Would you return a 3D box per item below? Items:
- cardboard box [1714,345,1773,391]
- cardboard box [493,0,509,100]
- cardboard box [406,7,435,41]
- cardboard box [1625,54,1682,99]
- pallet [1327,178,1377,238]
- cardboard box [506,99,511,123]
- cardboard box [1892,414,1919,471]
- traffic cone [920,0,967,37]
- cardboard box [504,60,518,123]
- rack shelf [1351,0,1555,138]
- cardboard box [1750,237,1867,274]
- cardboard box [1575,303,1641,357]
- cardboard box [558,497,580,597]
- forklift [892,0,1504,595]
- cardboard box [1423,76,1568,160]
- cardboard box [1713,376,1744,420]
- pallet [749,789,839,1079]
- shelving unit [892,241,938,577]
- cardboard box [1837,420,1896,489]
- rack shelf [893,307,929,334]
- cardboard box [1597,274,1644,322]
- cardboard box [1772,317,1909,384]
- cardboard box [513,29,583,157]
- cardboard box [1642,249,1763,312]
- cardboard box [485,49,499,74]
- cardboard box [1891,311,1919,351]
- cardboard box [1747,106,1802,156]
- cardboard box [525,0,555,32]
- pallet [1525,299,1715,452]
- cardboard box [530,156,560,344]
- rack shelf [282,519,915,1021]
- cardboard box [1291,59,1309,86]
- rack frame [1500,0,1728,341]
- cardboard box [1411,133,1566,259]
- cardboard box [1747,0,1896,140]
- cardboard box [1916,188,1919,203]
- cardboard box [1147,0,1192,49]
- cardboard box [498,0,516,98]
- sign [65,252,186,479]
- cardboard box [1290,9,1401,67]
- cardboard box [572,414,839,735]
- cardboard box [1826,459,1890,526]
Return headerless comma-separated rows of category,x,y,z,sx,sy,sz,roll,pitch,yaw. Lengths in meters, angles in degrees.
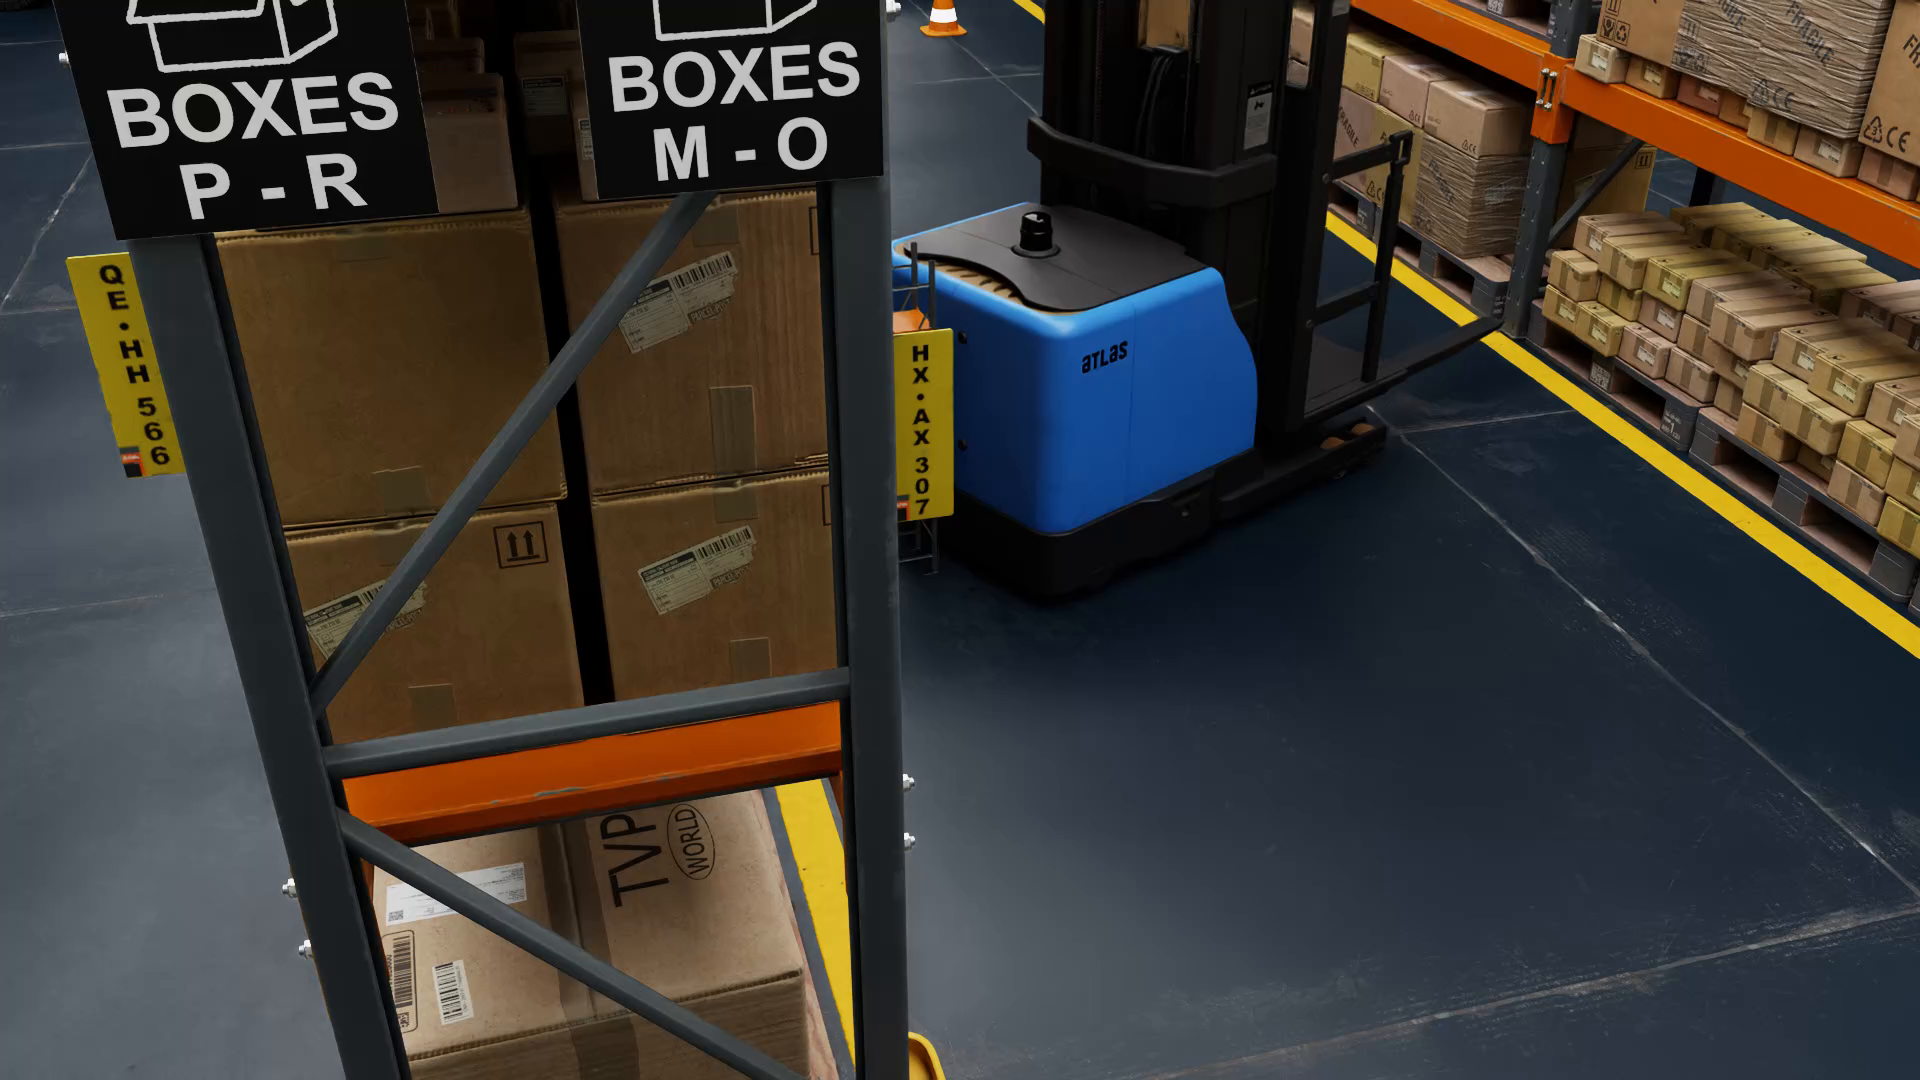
cardboard box,3.248,-0.704,6.602,0.380,0.149,0.250,-6,31,-11
cardboard box,-1.637,-1.597,4.917,0.500,0.500,0.500,-8,31,-14
cardboard box,-1.124,-0.833,2.949,0.380,0.149,0.250,-8,31,-14
cardboard box,2.988,-1.931,6.843,0.380,0.149,0.250,-7,31,-12
pallet,2.553,-2.094,9.658,1.003,0.211,1.213,-8,31,-13
cardboard box,-2.020,-1.746,6.423,0.500,0.250,0.500,-9,31,-14
cardboard box,3.430,-0.324,5.647,0.380,0.149,0.250,-7,31,-11
traffic cone,-0.135,-4.253,13.135,0.336,0.463,0.334,-8,31,-13
cardboard box,-1.146,-1.234,5.287,0.500,0.500,0.500,-9,31,-14
rack shelf,2.557,-2.990,9.139,1.077,0.370,4.000,-8,31,-13
cardboard box,3.613,-1.166,7.103,0.380,0.149,0.250,-8,31,-14
cardboard box,2.946,-0.936,7.299,0.380,0.149,0.250,-7,31,-12
cardboard box,-1.098,-0.182,3.470,0.500,0.500,0.500,-8,31,-14
forklift,1.103,-1.690,6.244,3.031,2.935,1.130,-24,38,-35
cardboard box,2.647,-2.086,8.187,0.500,0.250,0.500,-9,31,-15
cardboard box,3.282,-0.582,6.687,0.380,0.149,0.250,-9,31,-15
pallet,-0.883,1.135,4.079,1.003,0.211,1.213,-8,31,-13
shelving unit,-0.226,-0.419,5.777,0.258,1.200,0.189,-10,32,-17
cardboard box,3.395,-0.322,5.942,0.380,0.149,0.250,-6,31,-11
rack shelf,-0.226,-0.693,5.619,0.258,0.103,0.180,-10,32,-17
cardboard box,3.030,-1.084,7.258,0.380,0.149,0.250,-8,31,-13
cardboard box,3.342,-0.713,6.320,0.380,0.149,0.250,-9,31,-15
cardboard box,-0.561,-0.778,2.855,0.380,0.149,0.250,-7,31,-12
cardboard box,3.111,-1.090,6.972,0.380,0.149,0.250,-8,31,-14
cardboard box,-1.248,-0.861,3.646,0.500,0.500,0.500,-8,31,-14
cardboard box,3.851,-0.783,6.441,0.380,0.149,0.250,-9,31,-15
cardboard box,3.180,-1.547,6.179,0.380,0.149,0.250,-7,31,-12
cardboard box,-0.728,-1.164,3.521,0.380,0.149,0.250,-8,31,-13
pallet,3.301,-0.809,7.436,1.003,0.211,1.213,-8,31,-13
cardboard box,-0.592,-0.691,3.351,0.500,0.500,0.500,-9,31,-15
rack shelf,-1.127,-0.351,4.580,1.077,0.370,4.000,-8,31,-13
cardboard box,2.246,-2.502,9.654,0.500,0.500,0.500,-9,31,-15
rack frame,3.088,-2.335,7.290,1.000,3.000,0.127,-8,31,-13
cardboard box,2.649,-1.759,8.371,0.500,0.500,0.500,-8,31,-14
cardboard box,3.214,-1.748,5.879,0.500,0.500,0.500,-9,31,-14
cardboard box,3.448,-1.174,5.535,0.380,0.149,0.250,-7,31,-12
cardboard box,1.952,-3.781,11.615,1.050,0.750,0.750,-8,31,-14
cardboard box,-1.139,-1.667,5.037,0.500,0.500,0.500,-8,31,-14
sign,-1.123,-0.234,2.268,0.100,0.325,0.005,-8,31,-13
cardboard box,2.230,-2.841,9.491,0.500,0.250,0.500,-8,31,-13
cardboard box,-0.446,-0.009,3.172,0.500,0.500,0.500,-8,31,-14
cardboard box,3.397,-0.194,6.018,0.380,0.149,0.250,-7,31,-12
